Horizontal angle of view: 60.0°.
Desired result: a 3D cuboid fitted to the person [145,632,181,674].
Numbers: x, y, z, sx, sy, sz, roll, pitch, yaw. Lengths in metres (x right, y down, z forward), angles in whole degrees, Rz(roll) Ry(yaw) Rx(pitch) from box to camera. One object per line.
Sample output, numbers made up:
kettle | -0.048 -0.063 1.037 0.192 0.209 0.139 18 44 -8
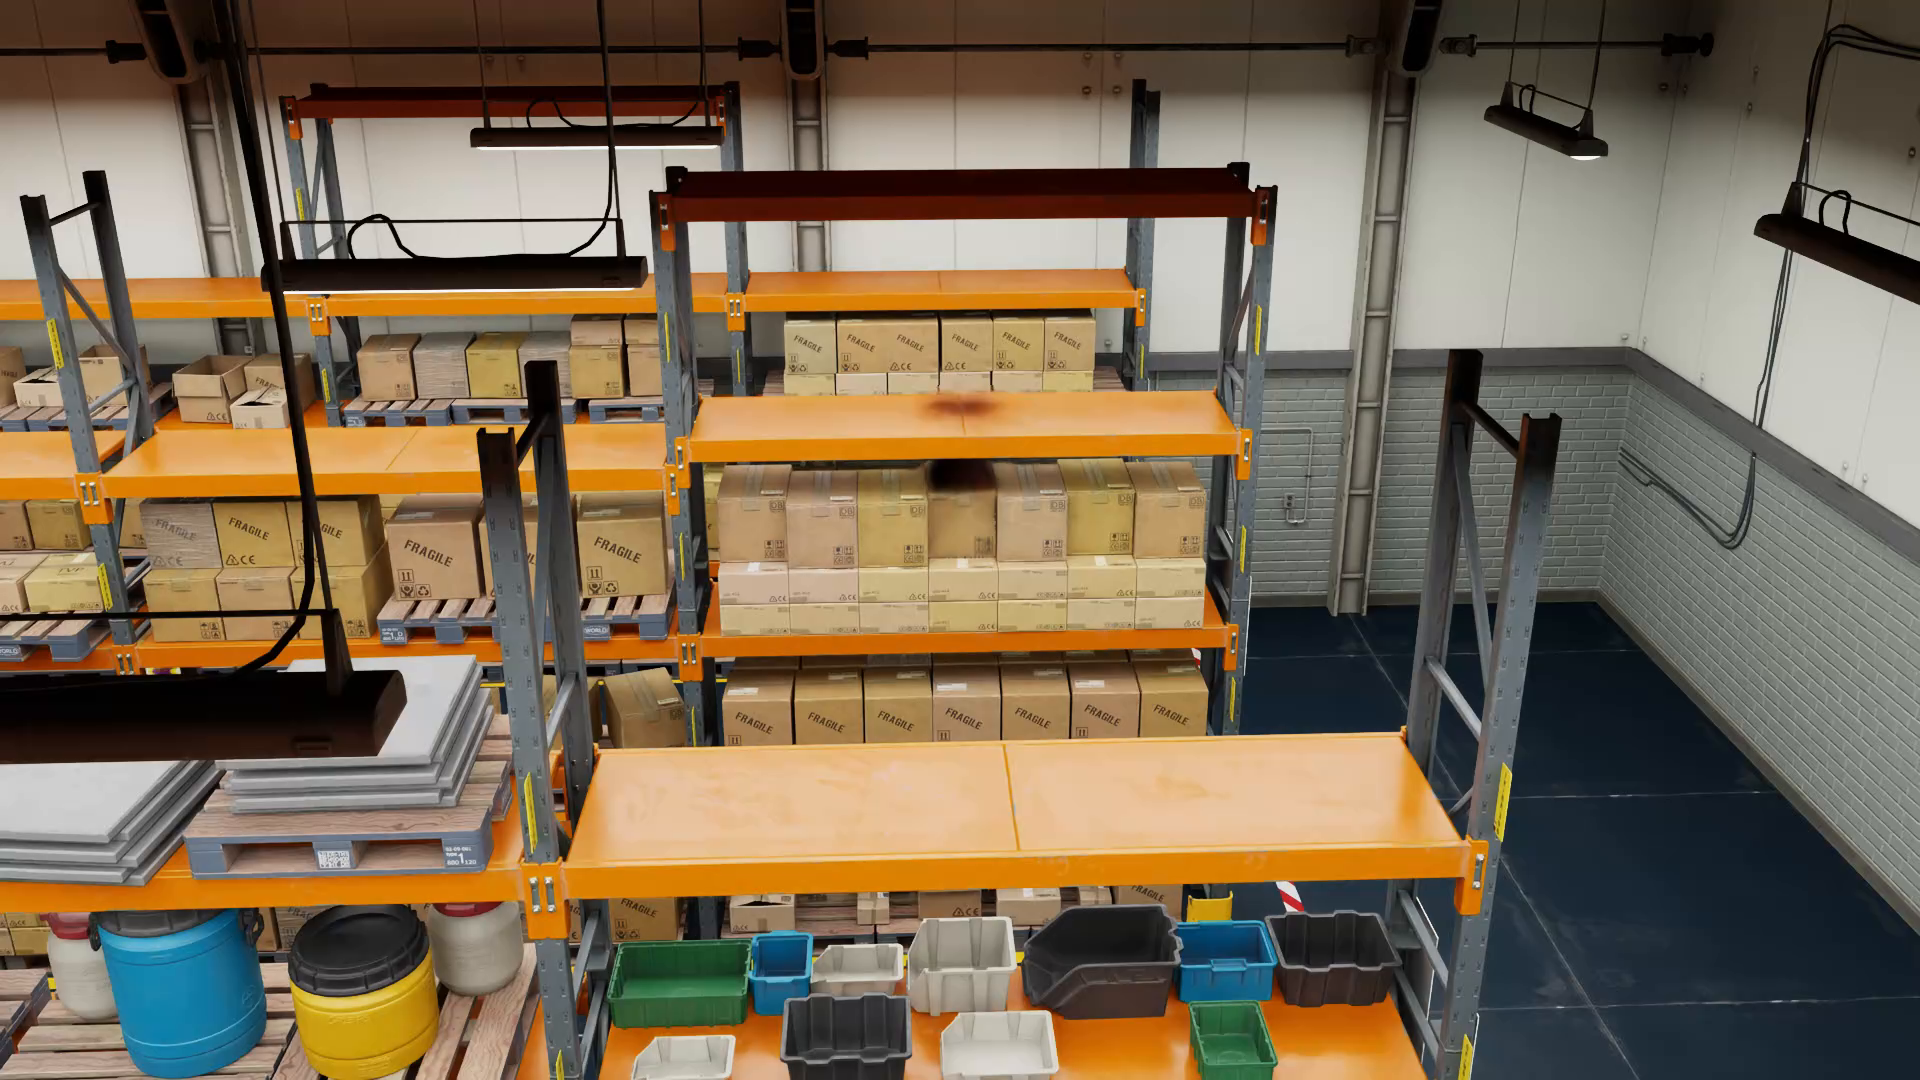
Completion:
person | -6.986 1.615 14.797 0.589 1.768 0.418 0 22 0
